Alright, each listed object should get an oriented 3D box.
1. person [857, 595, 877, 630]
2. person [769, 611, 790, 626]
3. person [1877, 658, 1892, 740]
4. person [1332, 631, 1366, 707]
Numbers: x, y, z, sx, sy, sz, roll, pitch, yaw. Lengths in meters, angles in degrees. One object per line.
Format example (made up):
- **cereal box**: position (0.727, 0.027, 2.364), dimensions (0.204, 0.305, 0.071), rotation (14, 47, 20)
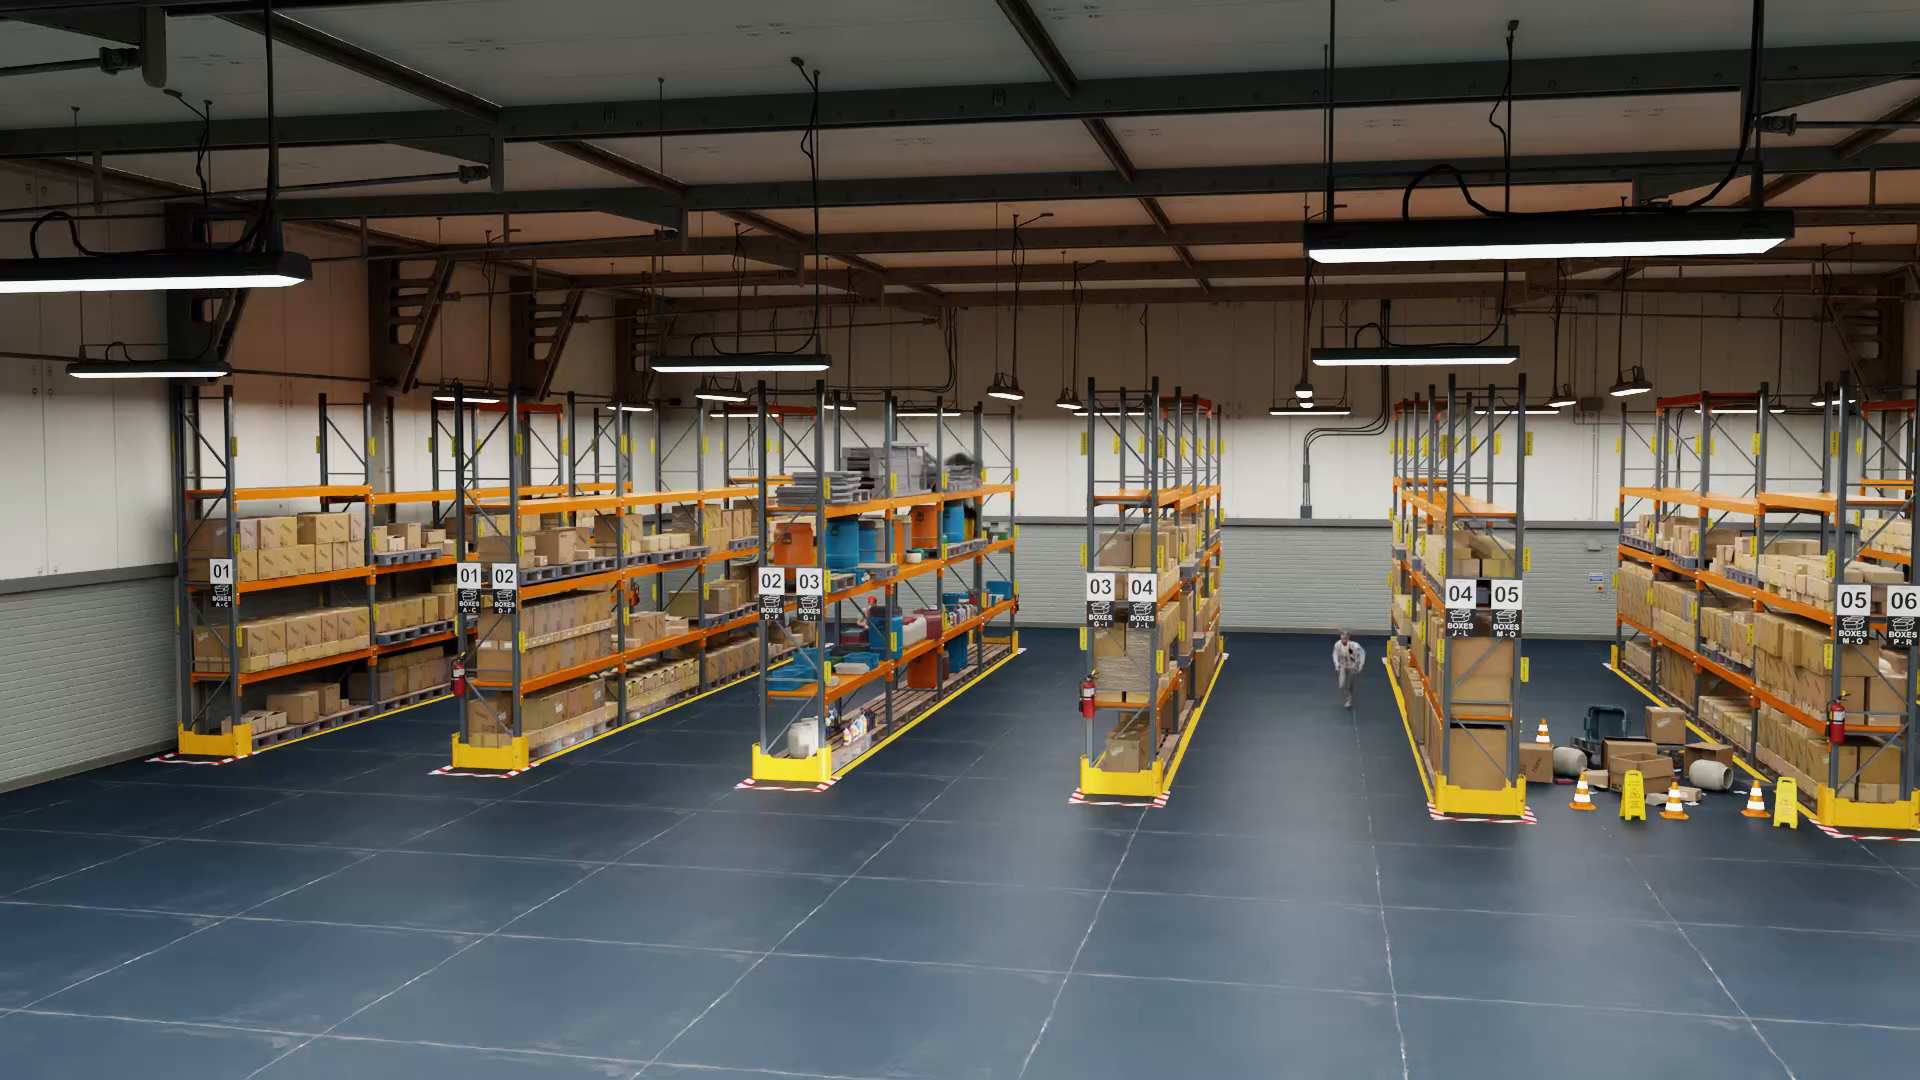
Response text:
- **person**: position (-1.954, 2.073, 36.423), dimensions (0.627, 1.759, 0.868), rotation (0, 3, -6)
- **person**: position (-4.826, 1.644, 44.367), dimensions (0.633, 1.782, 0.975), rotation (-3, 4, -43)
- **person**: position (15.221, 2.583, 27.763), dimensions (0.688, 1.771, 0.885), rotation (0, 3, 6)
- **person**: position (7.496, 2.470, 31.999), dimensions (0.633, 1.497, 0.847), rotation (1, 4, 24)
